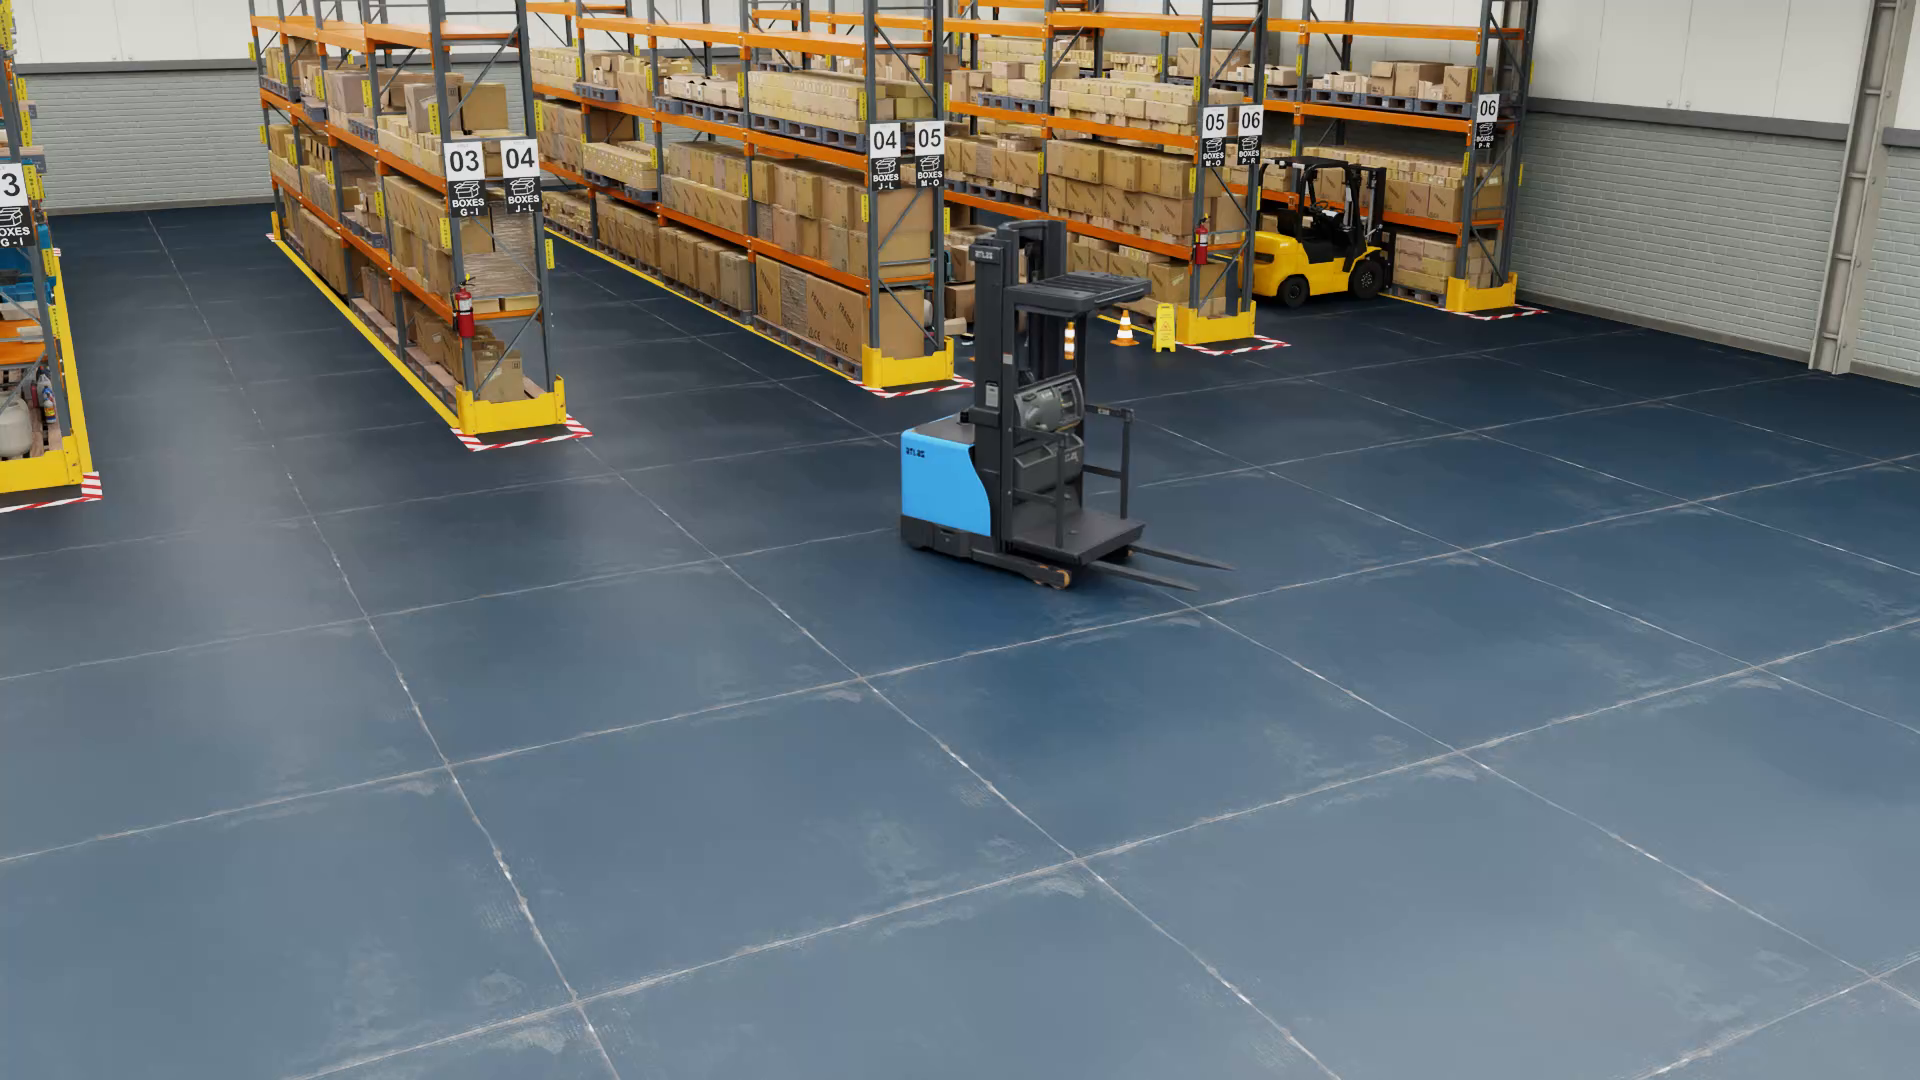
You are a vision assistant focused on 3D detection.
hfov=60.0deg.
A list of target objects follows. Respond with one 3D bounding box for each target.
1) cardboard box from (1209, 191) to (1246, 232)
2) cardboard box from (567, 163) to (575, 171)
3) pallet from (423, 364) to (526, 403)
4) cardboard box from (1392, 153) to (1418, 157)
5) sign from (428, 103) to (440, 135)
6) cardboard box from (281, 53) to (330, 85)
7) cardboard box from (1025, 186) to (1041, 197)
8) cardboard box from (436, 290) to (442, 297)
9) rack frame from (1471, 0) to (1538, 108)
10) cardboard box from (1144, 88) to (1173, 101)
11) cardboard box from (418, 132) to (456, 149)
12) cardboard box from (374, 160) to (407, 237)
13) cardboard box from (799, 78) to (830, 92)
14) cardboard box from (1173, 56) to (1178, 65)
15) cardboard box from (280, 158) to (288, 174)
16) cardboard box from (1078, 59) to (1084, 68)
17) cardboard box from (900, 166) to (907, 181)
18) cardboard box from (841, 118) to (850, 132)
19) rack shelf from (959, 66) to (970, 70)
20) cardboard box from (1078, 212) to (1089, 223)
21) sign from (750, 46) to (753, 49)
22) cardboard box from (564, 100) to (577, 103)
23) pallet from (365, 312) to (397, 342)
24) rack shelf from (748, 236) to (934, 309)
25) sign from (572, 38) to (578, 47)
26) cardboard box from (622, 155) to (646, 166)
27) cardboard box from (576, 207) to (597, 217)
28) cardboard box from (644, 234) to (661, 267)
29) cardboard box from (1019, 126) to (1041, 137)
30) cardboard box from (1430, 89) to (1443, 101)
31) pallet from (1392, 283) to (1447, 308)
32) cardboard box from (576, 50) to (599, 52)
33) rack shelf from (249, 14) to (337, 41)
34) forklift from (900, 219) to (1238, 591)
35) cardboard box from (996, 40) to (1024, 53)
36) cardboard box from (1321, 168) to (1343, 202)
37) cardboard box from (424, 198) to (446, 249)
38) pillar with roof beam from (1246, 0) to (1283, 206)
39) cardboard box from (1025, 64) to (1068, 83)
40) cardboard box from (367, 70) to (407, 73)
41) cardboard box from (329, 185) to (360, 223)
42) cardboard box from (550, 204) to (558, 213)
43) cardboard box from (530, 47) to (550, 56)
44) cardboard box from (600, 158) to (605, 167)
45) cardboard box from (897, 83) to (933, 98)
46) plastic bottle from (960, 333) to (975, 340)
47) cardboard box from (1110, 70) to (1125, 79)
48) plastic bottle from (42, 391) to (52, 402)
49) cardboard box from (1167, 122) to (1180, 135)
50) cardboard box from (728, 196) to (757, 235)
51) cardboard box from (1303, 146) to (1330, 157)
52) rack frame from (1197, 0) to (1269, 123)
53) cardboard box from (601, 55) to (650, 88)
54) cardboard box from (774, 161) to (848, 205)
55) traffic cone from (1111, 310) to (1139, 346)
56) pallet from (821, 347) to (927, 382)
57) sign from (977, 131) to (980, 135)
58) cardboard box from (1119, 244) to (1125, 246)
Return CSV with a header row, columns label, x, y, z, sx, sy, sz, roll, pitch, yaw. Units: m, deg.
label,x,y,z,sx,sy,sz,roll,pitch,yaw
cardboard box,3.662,-4.610,23.403,0.500,0.500,0.500,-10,22,-27
cardboard box,-7.254,-7.114,31.652,0.380,0.149,0.250,-11,22,-29
pallet,-6.045,-2.001,20.724,1.003,0.211,1.213,-10,21,-27
cardboard box,7.200,-6.161,26.903,0.380,0.149,0.250,-9,21,-25
sign,-5.577,-4.465,17.635,0.100,0.325,0.005,-10,21,-27
cardboard box,-11.202,-8.080,28.518,0.700,0.500,0.500,-11,22,-30
cardboard box,1.256,-5.577,26.554,0.380,0.149,0.250,-10,21,-26
cardboard box,-6.004,-2.996,19.719,0.380,0.149,0.250,-10,21,-27
rack frame,8.009,-7.849,24.202,1.000,3.000,0.127,-10,21,-27
cardboard box,2.811,-6.274,23.396,0.380,0.149,0.250,-10,21,-27
cardboard box,-5.872,-4.498,18.708,0.380,0.149,0.250,-10,21,-26
cardboard box,-7.232,-4.589,22.386,1.000,1.000,1.000,-10,21,-26
cardboard box,-1.849,-5.852,21.377,0.380,0.149,0.250,-10,21,-26
cardboard box,4.279,-9.135,31.688,0.380,0.149,0.250,-11,22,-29
cardboard box,-11.946,-6.750,29.986,0.500,0.250,0.500,-10,22,-28
cardboard box,2.590,-9.563,33.355,0.380,0.149,0.250,-10,22,-27
cardboard box,-0.881,-6.718,30.351,0.500,0.250,0.500,-10,21,-26
cardboard box,-1.241,-5.108,20.445,0.380,0.149,0.250,-10,21,-26
rack shelf,1.361,-10.110,36.456,1.077,0.370,4.000,-10,21,-27
cardboard box,2.016,-4.921,25.296,0.380,0.149,0.250,-9,21,-25
sign,-4.447,-10.621,35.371,0.100,0.325,0.005,-10,21,-27
cardboard box,-7.587,-8.463,33.035,0.500,0.500,0.500,-11,22,-28
pallet,-7.933,-3.113,23.947,1.003,0.211,1.213,-10,21,-27
rack shelf,-1.616,-3.682,22.424,1.077,0.370,4.000,-10,21,-27
sign,-7.766,-9.958,33.553,0.100,0.325,0.005,-10,21,-27
cardboard box,-5.473,-6.399,28.024,0.380,0.149,0.250,-9,21,-25
cardboard box,-7.043,-6.224,31.504,0.380,0.149,0.250,-10,22,-27
cardboard box,-5.007,-4.910,28.068,0.500,0.500,0.500,-10,21,-27
cardboard box,1.603,-8.778,35.864,0.500,0.250,0.500,-10,21,-26
cardboard box,7.348,-6.749,25.200,0.380,0.149,0.250,-11,22,-28
pallet,7.609,-3.908,26.253,1.003,0.211,1.213,-10,21,-27
cardboard box,-7.136,-9.318,31.908,0.380,0.149,0.250,-11,22,-28
rack shelf,-11.727,-9.034,29.352,1.077,0.370,4.000,-10,21,-27
forklift,0.931,-1.162,14.124,3.031,2.935,1.130,14,24,36
cardboard box,1.128,-10.728,36.152,0.500,0.250,0.500,-9,21,-25
cardboard box,6.353,-5.894,27.580,0.500,0.500,0.500,-10,21,-26
cardboard box,-5.800,-3.631,19.033,0.500,0.500,0.500,-10,21,-27
pillar with roof beam,1.834,-9.244,28.245,9.100,9.000,0.400,-10,21,-27
cardboard box,1.356,-7.320,26.087,0.500,0.250,0.500,-9,21,-25
cardboard box,-8.178,-6.463,23.863,0.500,0.500,0.500,-10,21,-27
cardboard box,-9.330,-5.156,25.439,0.500,0.500,0.500,-9,21,-25
cardboard box,-7.940,-6.608,33.072,0.380,0.149,0.250,-9,21,-25
cardboard box,-8.310,-9.684,32.971,0.380,0.149,0.250,-10,21,-27
cardboard box,-6.080,-6.629,29.147,0.380,0.149,0.250,-9,21,-24
cardboard box,-0.544,-5.515,20.401,0.380,0.149,0.250,-10,21,-26
plastic bottle,0.101,-2.874,23.484,0.283,0.061,0.133,16,25,39
cardboard box,3.276,-9.055,32.523,0.500,0.250,0.500,-10,21,-27
plastic bottle,-10.187,-1.527,18.584,0.097,0.271,0.097,0,19,0
cardboard box,3.080,-5.668,22.864,0.380,0.149,0.250,-10,21,-26
cardboard box,-3.048,-4.752,24.269,0.500,0.500,0.500,-10,21,-27
cardboard box,6.000,-6.519,27.939,0.380,0.149,0.250,-10,21,-26
rack frame,3.642,-7.079,21.971,1.000,3.000,0.127,-10,21,-27
cardboard box,-5.746,-8.094,28.708,0.797,0.503,0.637,-10,22,-27
cardboard box,-2.057,-4.926,23.043,0.875,0.550,0.550,-10,21,-27
traffic cone,2.303,-2.968,23.142,0.336,0.463,0.334,-10,21,-27
pallet,-1.114,-2.347,21.728,1.003,0.211,1.213,-10,21,-27
sign,0.317,-7.137,29.680,0.100,0.325,0.005,-10,21,-27
cardboard box,2.747,-4.225,25.317,0.500,0.500,0.500,-9,21,-24
